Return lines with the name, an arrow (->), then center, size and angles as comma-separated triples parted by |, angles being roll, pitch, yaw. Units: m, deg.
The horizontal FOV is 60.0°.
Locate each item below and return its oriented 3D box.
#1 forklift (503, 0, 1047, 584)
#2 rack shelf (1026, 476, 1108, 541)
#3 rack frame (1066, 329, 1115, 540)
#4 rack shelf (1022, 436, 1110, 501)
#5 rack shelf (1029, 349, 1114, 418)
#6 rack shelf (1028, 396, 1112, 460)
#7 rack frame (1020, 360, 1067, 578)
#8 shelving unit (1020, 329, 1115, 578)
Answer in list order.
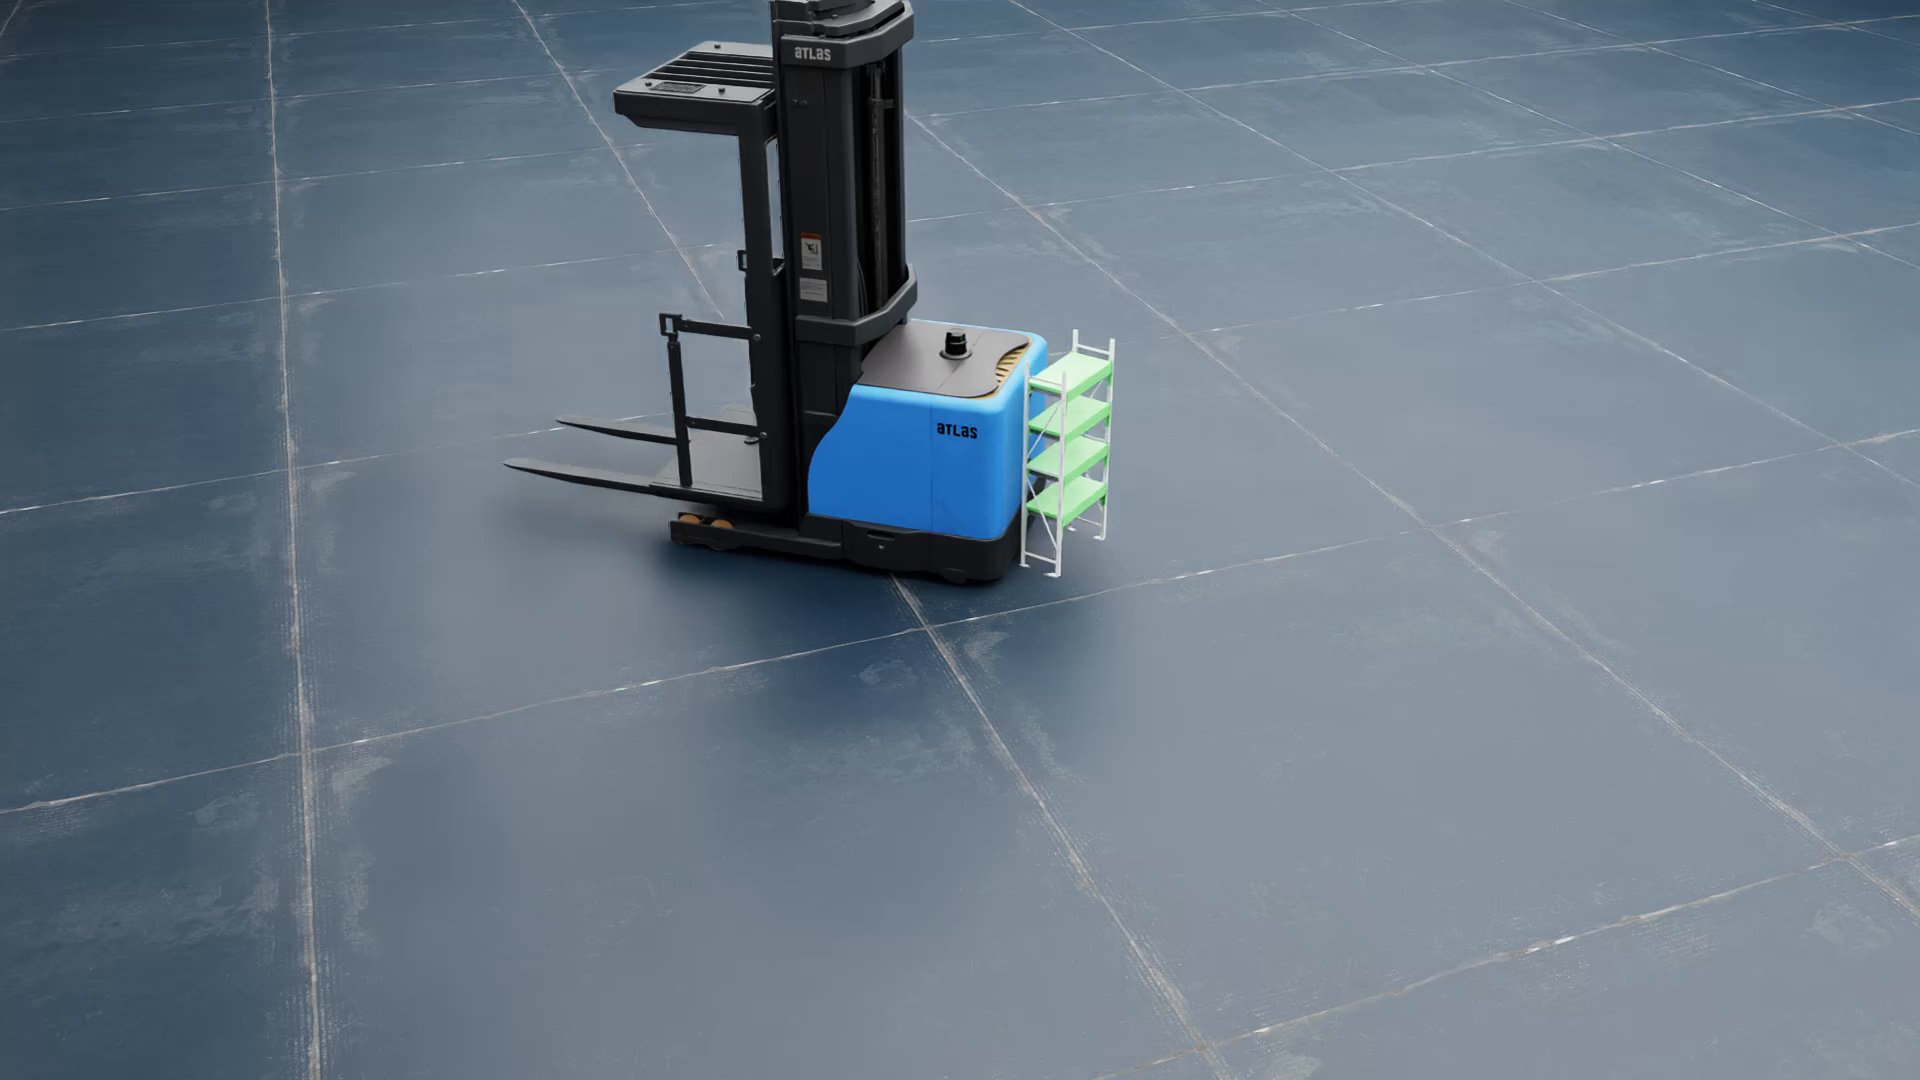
forklift -> -1.088, -1.454, 8.841 | 3.031, 2.935, 1.130 | 9, 31, 15
rack shelf -> 0.566, -0.190, 8.985 | 0.258, 0.148, 0.480 | 18, 34, 29
rack frame -> 0.702, -0.555, 9.012 | 0.240, 1.200, 0.015 | 18, 34, 29
rack shelf -> 0.567, -0.399, 8.867 | 0.258, 0.148, 0.480 | 18, 34, 29
rack shelf -> 0.567, -0.816, 8.629 | 0.258, 0.148, 0.480 | 18, 34, 29
rack shelf -> 0.567, -0.607, 8.748 | 0.258, 0.148, 0.480 | 18, 34, 29
rack frame -> 0.431, -0.354, 8.658 | 0.240, 1.200, 0.015 | 18, 34, 29
shelving unit -> 0.567, -0.454, 8.835 | 0.258, 1.200, 0.503 | 18, 34, 29
